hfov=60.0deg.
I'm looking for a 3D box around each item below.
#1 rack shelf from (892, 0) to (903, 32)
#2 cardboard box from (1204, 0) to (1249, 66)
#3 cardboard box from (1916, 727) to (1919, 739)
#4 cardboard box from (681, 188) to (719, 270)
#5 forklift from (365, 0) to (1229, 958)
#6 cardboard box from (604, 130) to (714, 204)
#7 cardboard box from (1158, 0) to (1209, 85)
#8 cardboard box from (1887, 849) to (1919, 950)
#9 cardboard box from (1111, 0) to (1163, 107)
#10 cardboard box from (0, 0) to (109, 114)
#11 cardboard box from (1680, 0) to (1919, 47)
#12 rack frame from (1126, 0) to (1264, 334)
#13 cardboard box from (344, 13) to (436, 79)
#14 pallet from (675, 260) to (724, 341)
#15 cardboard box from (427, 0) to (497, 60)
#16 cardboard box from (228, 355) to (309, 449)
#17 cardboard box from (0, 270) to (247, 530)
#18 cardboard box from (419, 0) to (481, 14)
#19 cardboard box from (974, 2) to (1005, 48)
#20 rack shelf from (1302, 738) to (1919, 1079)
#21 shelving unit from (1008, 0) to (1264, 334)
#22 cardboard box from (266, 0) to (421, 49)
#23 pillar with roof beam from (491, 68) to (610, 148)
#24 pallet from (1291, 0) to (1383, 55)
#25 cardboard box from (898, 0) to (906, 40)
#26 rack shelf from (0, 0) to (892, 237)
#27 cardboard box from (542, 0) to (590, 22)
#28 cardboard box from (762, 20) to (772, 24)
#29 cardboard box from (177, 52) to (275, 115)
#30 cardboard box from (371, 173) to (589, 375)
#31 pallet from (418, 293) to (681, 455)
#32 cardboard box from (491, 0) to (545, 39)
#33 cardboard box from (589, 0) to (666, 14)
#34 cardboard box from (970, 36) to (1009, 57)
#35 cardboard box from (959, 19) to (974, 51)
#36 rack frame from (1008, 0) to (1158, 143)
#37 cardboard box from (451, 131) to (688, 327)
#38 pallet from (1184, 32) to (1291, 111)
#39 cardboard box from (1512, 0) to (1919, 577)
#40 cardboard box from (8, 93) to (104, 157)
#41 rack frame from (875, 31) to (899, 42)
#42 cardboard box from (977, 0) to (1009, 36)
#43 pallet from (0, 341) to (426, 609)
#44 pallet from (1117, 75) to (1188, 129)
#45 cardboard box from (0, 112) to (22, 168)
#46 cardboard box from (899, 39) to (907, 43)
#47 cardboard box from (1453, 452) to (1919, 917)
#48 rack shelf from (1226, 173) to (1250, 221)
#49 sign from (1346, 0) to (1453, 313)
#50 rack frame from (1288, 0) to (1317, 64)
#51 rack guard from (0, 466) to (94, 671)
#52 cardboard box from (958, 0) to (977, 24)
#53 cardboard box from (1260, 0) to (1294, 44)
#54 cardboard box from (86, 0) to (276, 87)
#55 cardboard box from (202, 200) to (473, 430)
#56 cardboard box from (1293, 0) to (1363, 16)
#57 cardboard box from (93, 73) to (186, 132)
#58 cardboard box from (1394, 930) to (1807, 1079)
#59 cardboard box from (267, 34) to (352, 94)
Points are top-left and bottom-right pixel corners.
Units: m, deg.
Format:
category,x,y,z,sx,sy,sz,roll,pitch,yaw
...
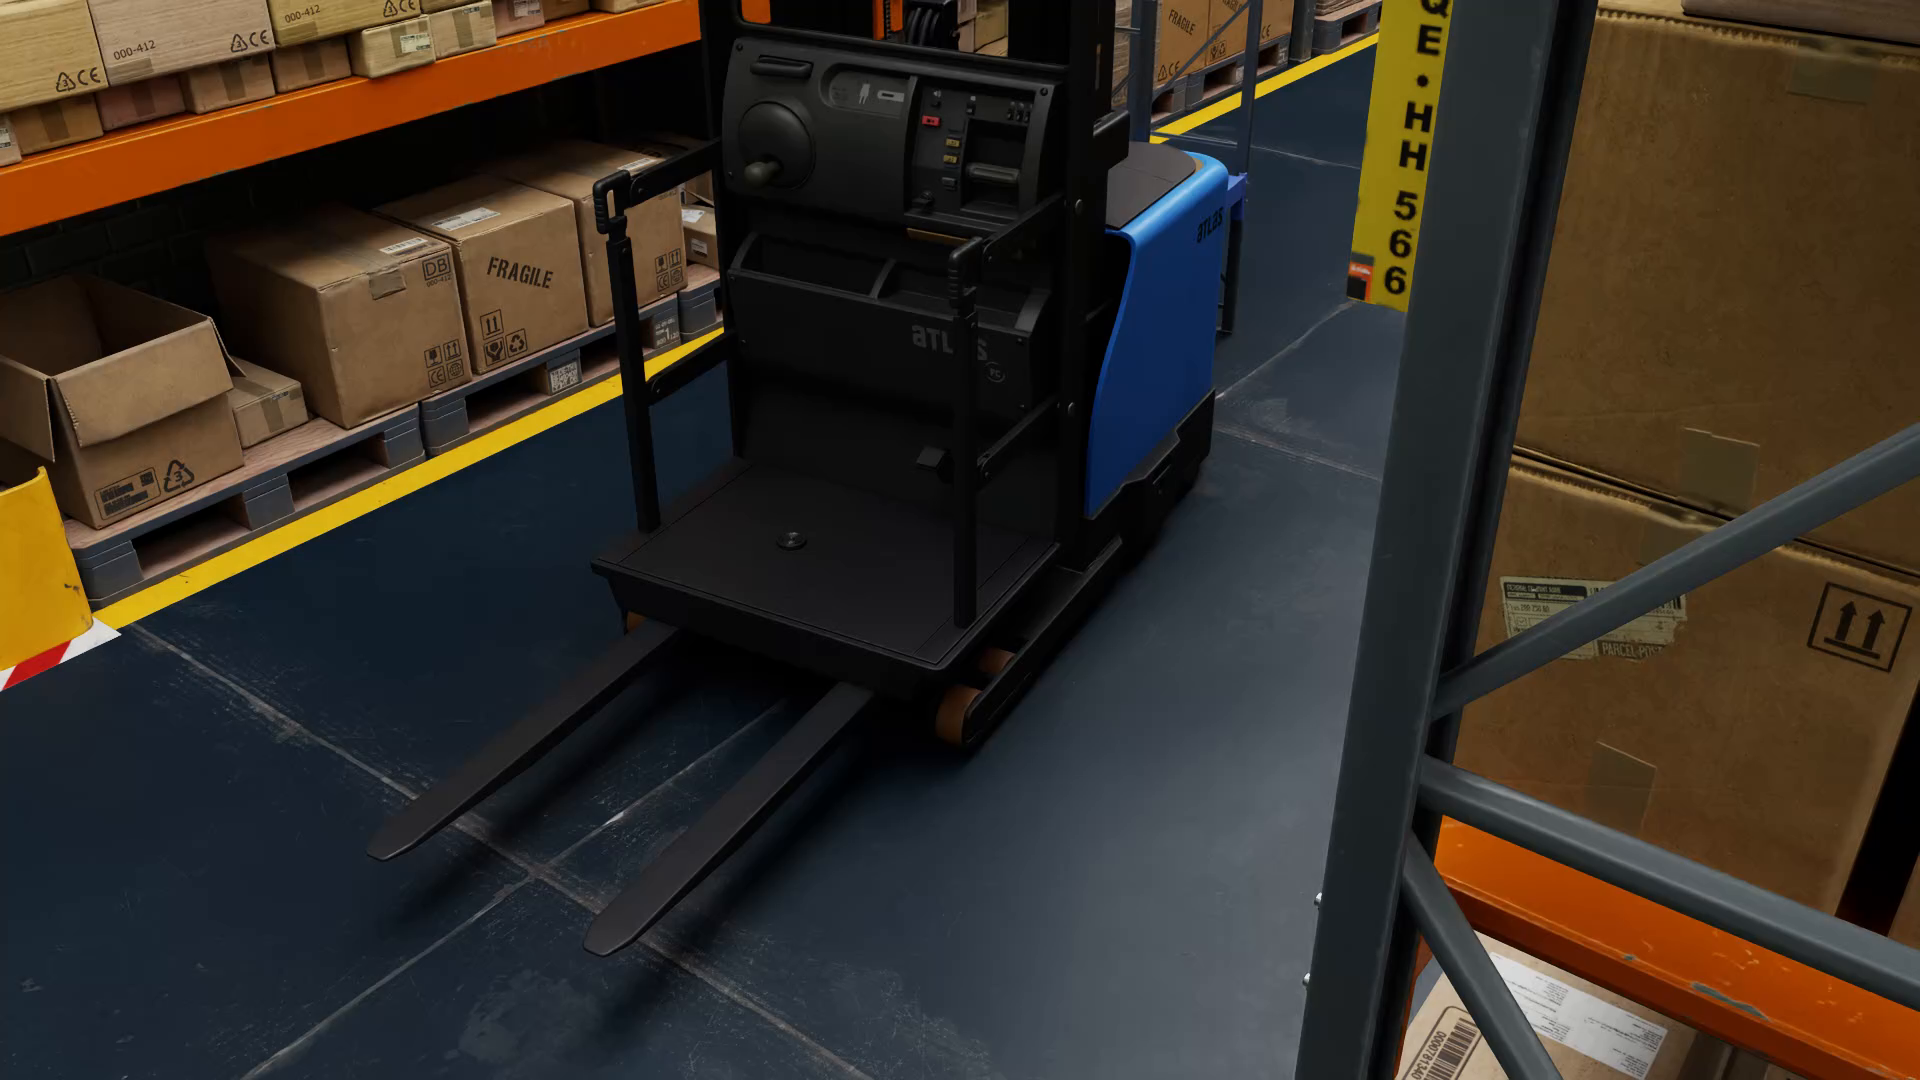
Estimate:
category,x,y,z,sx,sy,sz,roll,pitch,yaw
rack shelf,0.515,-3.252,8.501,1.077,0.370,4.000,21,37,31
cardboard box,1.328,-3.042,9.480,0.500,0.500,0.500,21,36,31
cardboard box,1.248,-0.117,2.407,0.500,0.500,0.500,20,36,30
cardboard box,-1.010,-1.291,6.756,0.396,0.266,0.258,23,37,33
forklift,-0.297,-0.981,4.030,1.130,2.935,3.031,15,34,24
cardboard box,-1.280,-1.577,7.194,0.500,0.311,0.500,23,37,33
cardboard box,1.014,-2.828,9.120,0.500,0.500,0.500,23,38,33
cardboard box,1.371,0.253,1.782,0.500,0.500,0.500,21,36,31
cardboard box,0.715,-2.611,8.754,0.500,0.500,0.500,20,36,30
cardboard box,-2.618,-1.288,4.336,0.500,0.250,0.500,21,37,32
cardboard box,0.910,-0.556,1.532,0.380,0.149,0.250,22,37,32
rack frame,0.869,-1.533,6.366,0.500,1.500,0.032,15,34,24
cardboard box,-1.872,-1.572,5.207,0.380,0.149,0.250,20,36,30
pallet,-1.108,-1.270,7.186,1.003,0.211,1.213,21,37,31
cardboard box,-1.730,-1.686,5.398,0.380,0.149,0.250,22,37,32
cardboard box,-2.375,-0.457,5.464,0.380,0.149,0.250,20,36,29
cardboard box,-2.662,-0.449,5.102,0.797,0.503,0.637,20,36,29
cardboard box,-1.719,-1.914,5.393,0.500,0.250,0.500,20,36,30
cardboard box,-0.012,-2.441,7.831,0.380,0.149,0.250,19,36,29
rack shelf,2.060,-0.100,3.183,1.077,0.370,4.000,21,37,31
shelving unit,0.626,-1.305,5.981,0.538,1.500,1.048,15,34,24
cardboard box,-2.011,-1.700,5.031,0.500,0.250,0.500,20,36,30
pillar with roof beam,1.601,-3.999,3.171,9.100,9.000,0.400,21,37,31
pallet,2.250,-3.498,10.945,1.003,0.211,1.213,21,37,31
cardboard box,-0.312,-2.344,7.374,0.380,0.149,0.250,20,36,30
rack shelf,-1.900,-1.626,5.758,1.077,0.370,4.000,21,37,31
cardboard box,-1.518,-1.926,5.805,0.380,0.149,0.250,22,37,32
cardboard box,-0.700,-2.371,7.713,0.380,0.149,0.250,20,36,29
cardboard box,-2.241,-1.383,4.888,0.380,0.149,0.250,22,37,33
cardboard box,-1.716,-0.967,5.980,0.500,0.500,0.500,22,37,32
pallet,-1.844,-0.772,6.346,1.003,0.211,1.213,21,37,31
cardboard box,-1.629,-1.812,5.611,0.380,0.149,0.250,21,37,31
cardboard box,-1.273,-1.997,5.924,0.380,0.149,0.250,21,36,31
cardboard box,0.093,-2.201,8.061,0.500,0.500,0.500,21,36,31
cardboard box,-0.158,-2.333,7.649,0.380,0.149,0.250,20,36,30
rack frame,0.384,-1.077,5.597,0.500,1.500,0.032,15,34,24
cardboard box,-1.488,-1.205,6.381,0.700,0.500,0.500,20,36,30
pallet,1.241,-2.883,9.908,1.003,0.211,1.213,21,37,31
cardboard box,0.954,-0.339,1.801,0.500,0.500,0.500,22,37,33
cardboard box,-2.573,-1.182,4.548,0.380,0.149,0.250,22,37,32
rack frame,-0.692,-2.749,6.946,1.000,3.000,0.127,21,37,31
cardboard box,0.142,-2.557,8.026,0.380,0.149,0.250,20,36,30
pallet,-2.581,-0.278,5.513,1.003,0.211,1.213,21,37,31
pallet,0.505,-2.389,9.075,1.003,0.211,1.213,21,37,31
cardboard box,-2.690,-1.064,4.350,0.380,0.149,0.250,21,36,31
cardboard box,-0.264,-2.197,7.419,0.380,0.149,0.250,23,38,33
cardboard box,0.933,0.083,2.070,0.500,0.500,0.500,21,37,32
rack shelf,0.626,-1.150,6.073,0.538,0.185,1.000,15,34,24
sign,0.428,-0.369,1.563,0.100,0.325,0.005,21,37,31
rack frame,1.722,-4.375,9.689,1.000,3.000,0.127,21,37,31
rack guard,-3.061,-0.078,4.892,1.175,0.500,0.348,21,37,31
cardboard box,-0.145,-2.445,7.546,0.380,0.149,0.250,19,36,29
cardboard box,1.638,-3.242,9.818,0.500,0.500,0.500,22,37,33
cardboard box,-2.314,-1.493,4.682,0.500,0.250,0.500,22,37,32
cardboard box,-2.115,-0.783,5.669,0.700,0.500,0.500,23,38,33
cardboard box,2.110,-3.783,10.608,0.875,0.625,0.625,22,37,33
cardboard box,-2.442,-1.299,4.746,0.380,0.149,0.250,21,36,31
cardboard box,1.171,1.026,2.678,0.875,0.438,0.875,20,36,30
cardboard box,-2.085,-1.493,5.073,0.380,0.149,0.250,22,37,32
